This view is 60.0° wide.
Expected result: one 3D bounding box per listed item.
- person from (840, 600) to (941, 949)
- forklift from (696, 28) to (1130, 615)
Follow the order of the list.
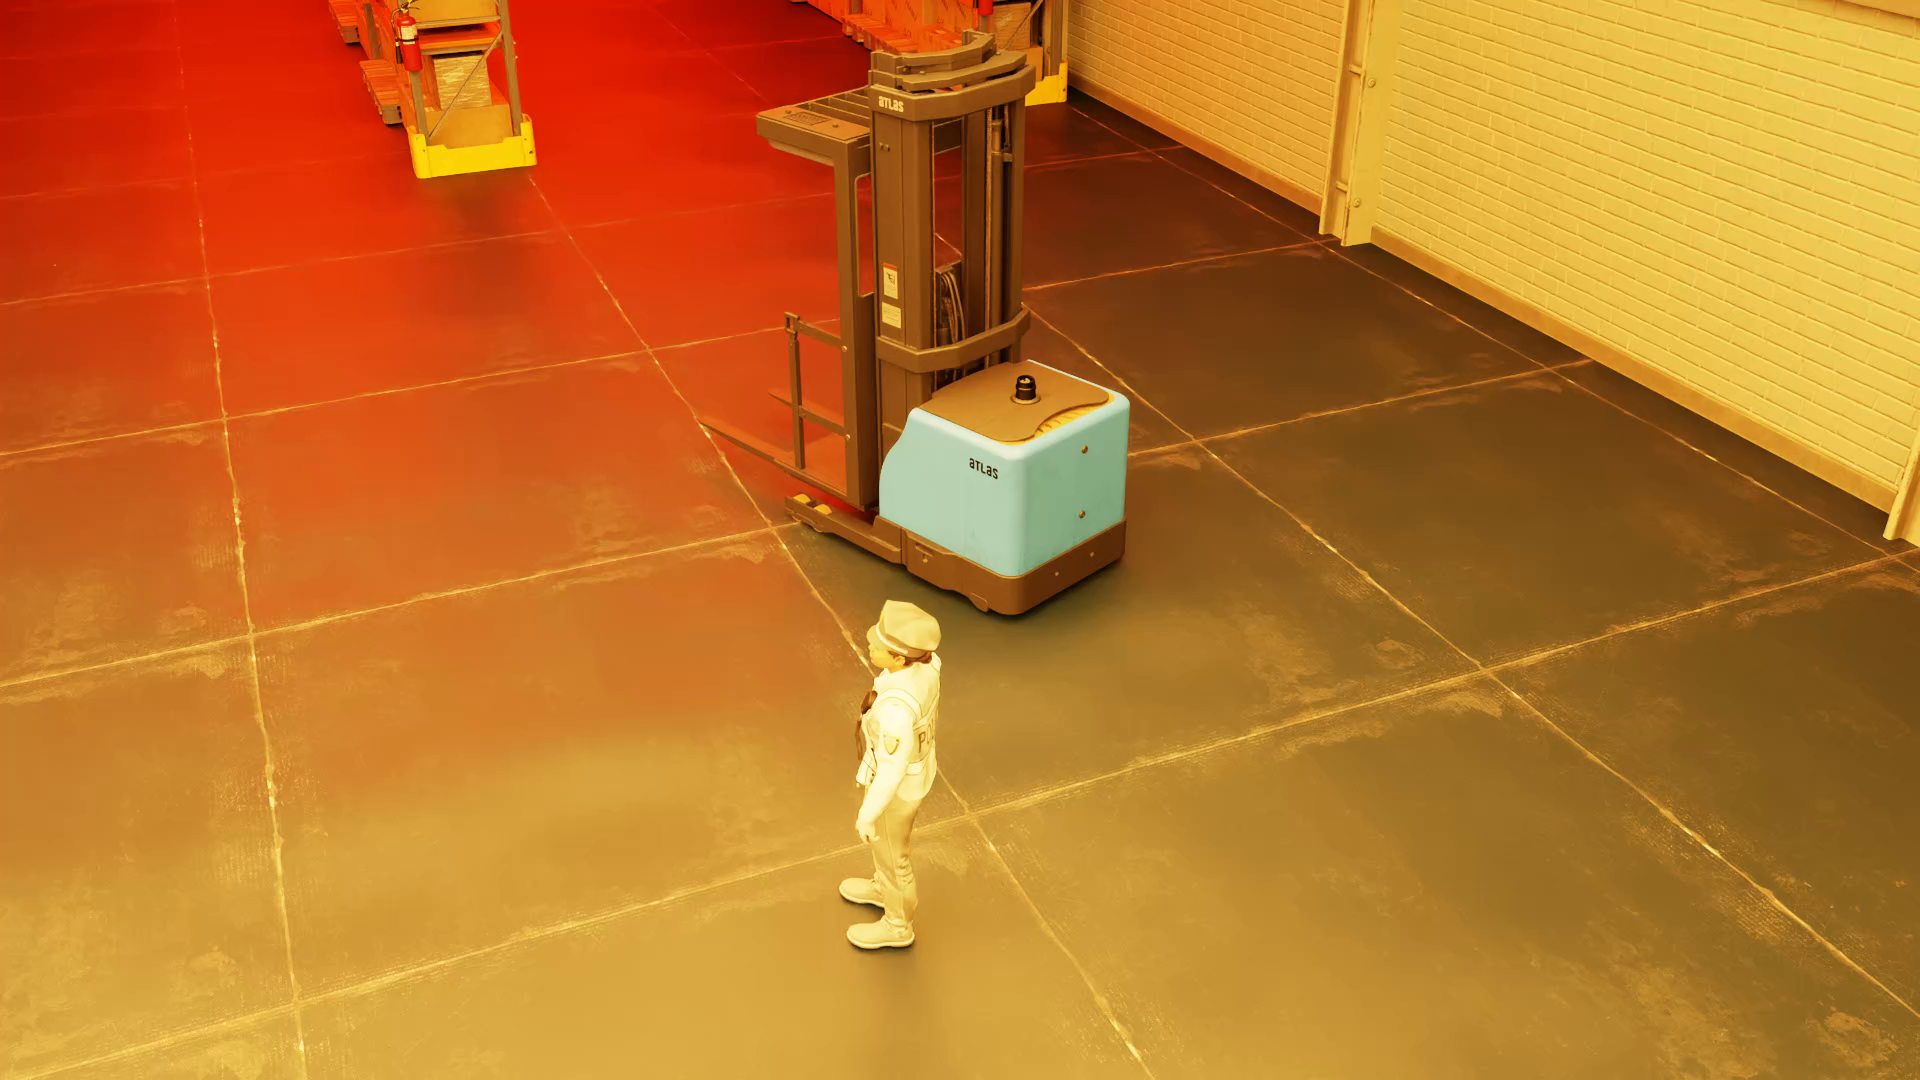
[{"bbox_3d":[-0.326,0.957,6.677,0.530,1.694,0.586,7,30,12],"label":"person"},{"bbox_3d":[-0.436,-1.483,9.714,3.031,2.935,1.130,26,39,37],"label":"forklift"}]
